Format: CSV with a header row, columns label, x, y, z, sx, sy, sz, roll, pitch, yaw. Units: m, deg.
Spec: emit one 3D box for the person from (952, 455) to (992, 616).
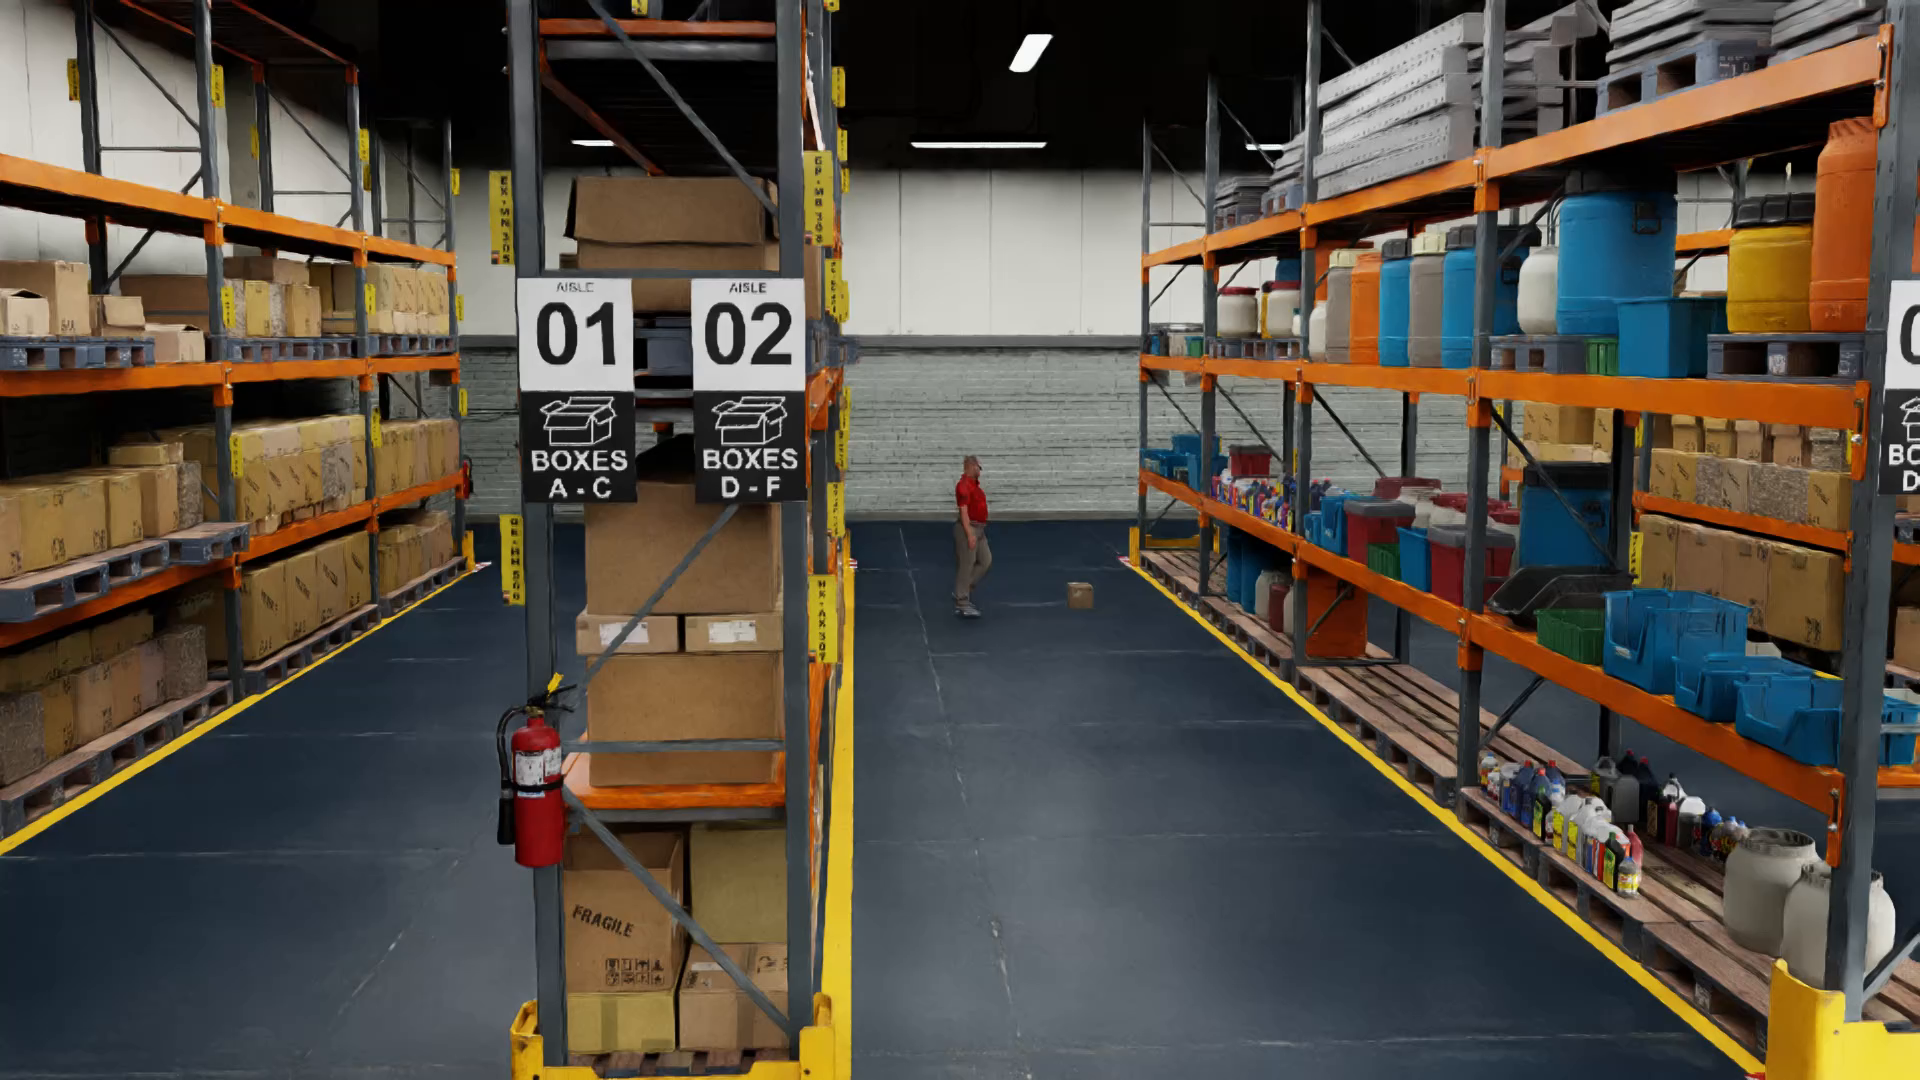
label,x,y,z,sx,sy,sz,roll,pitch,yaw
person,0.079,-0.063,18.231,0.444,1.724,0.597,2,7,17
